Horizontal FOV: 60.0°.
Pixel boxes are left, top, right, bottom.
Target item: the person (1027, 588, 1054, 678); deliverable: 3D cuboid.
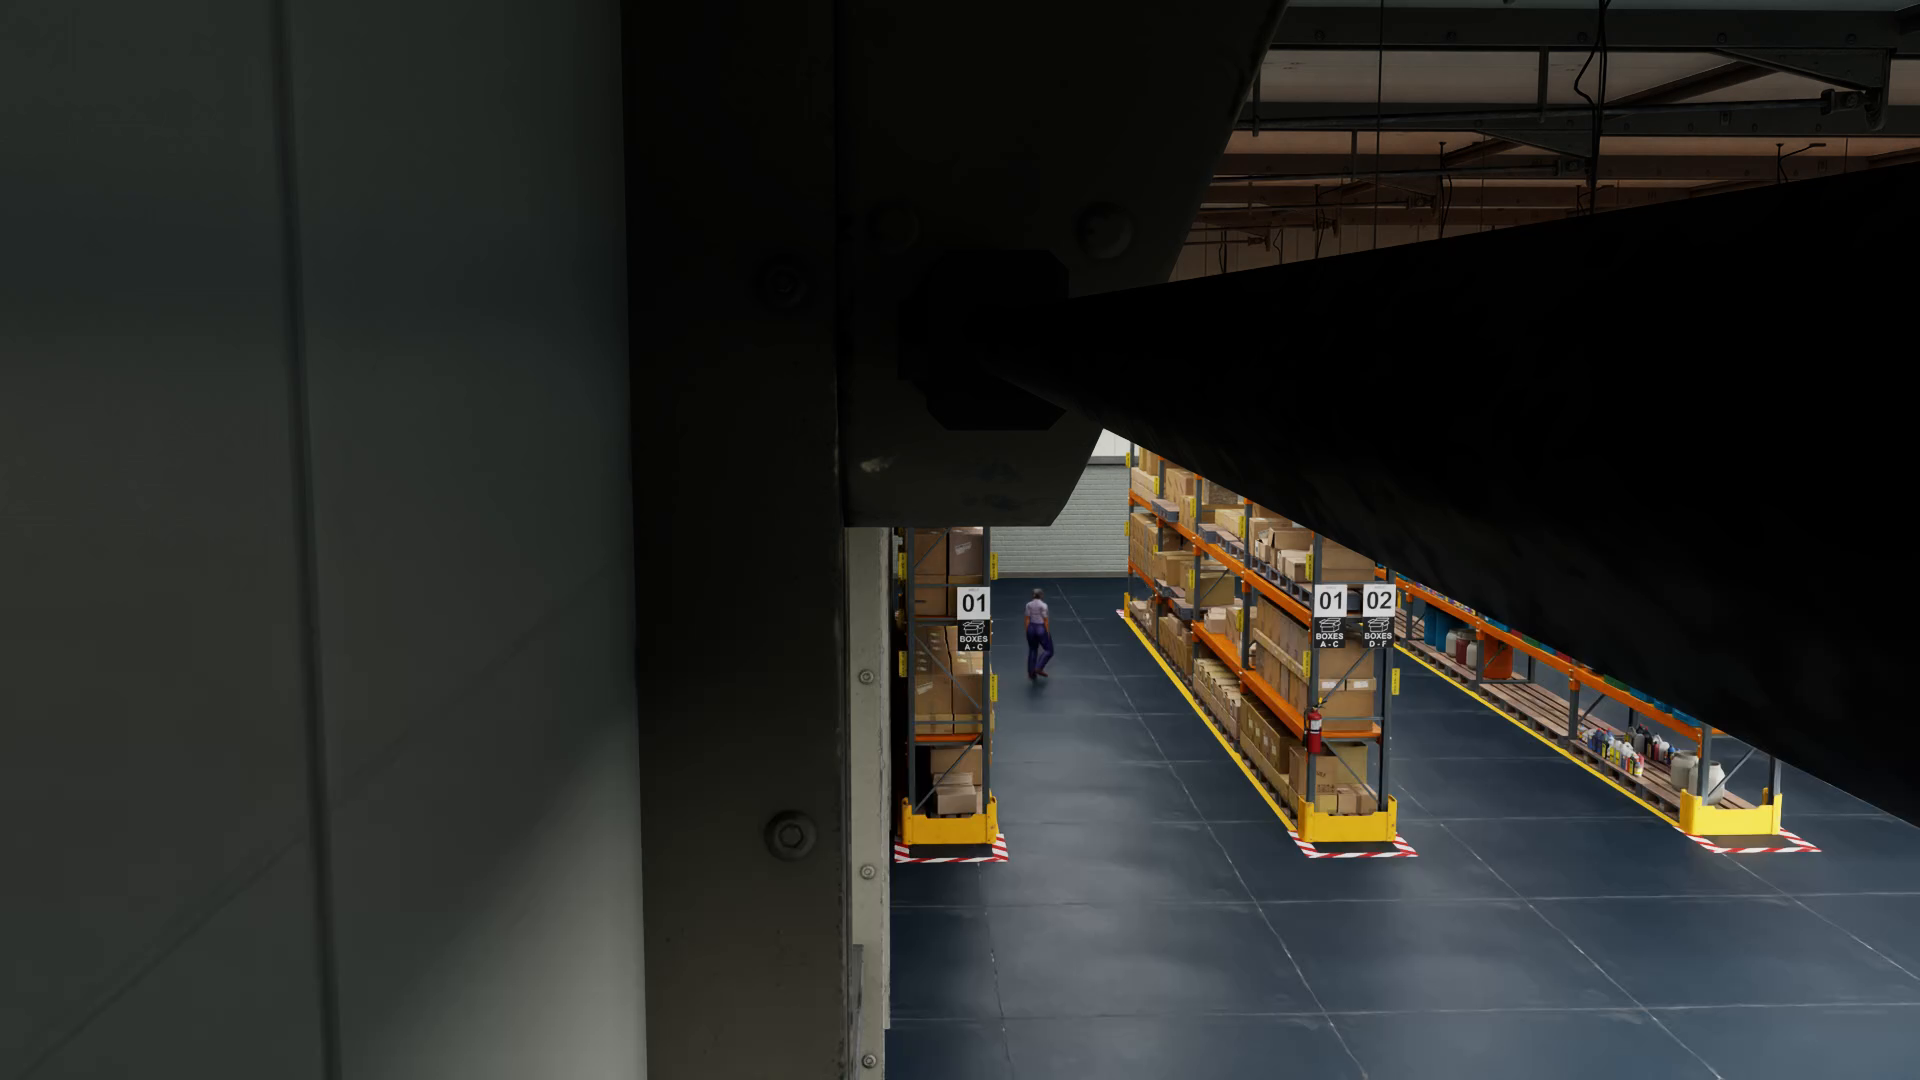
[{"bbox_3d":[1.405,1.671,29.979,0.408,1.650,0.510,-7,10,-43],"label":"person"}]
